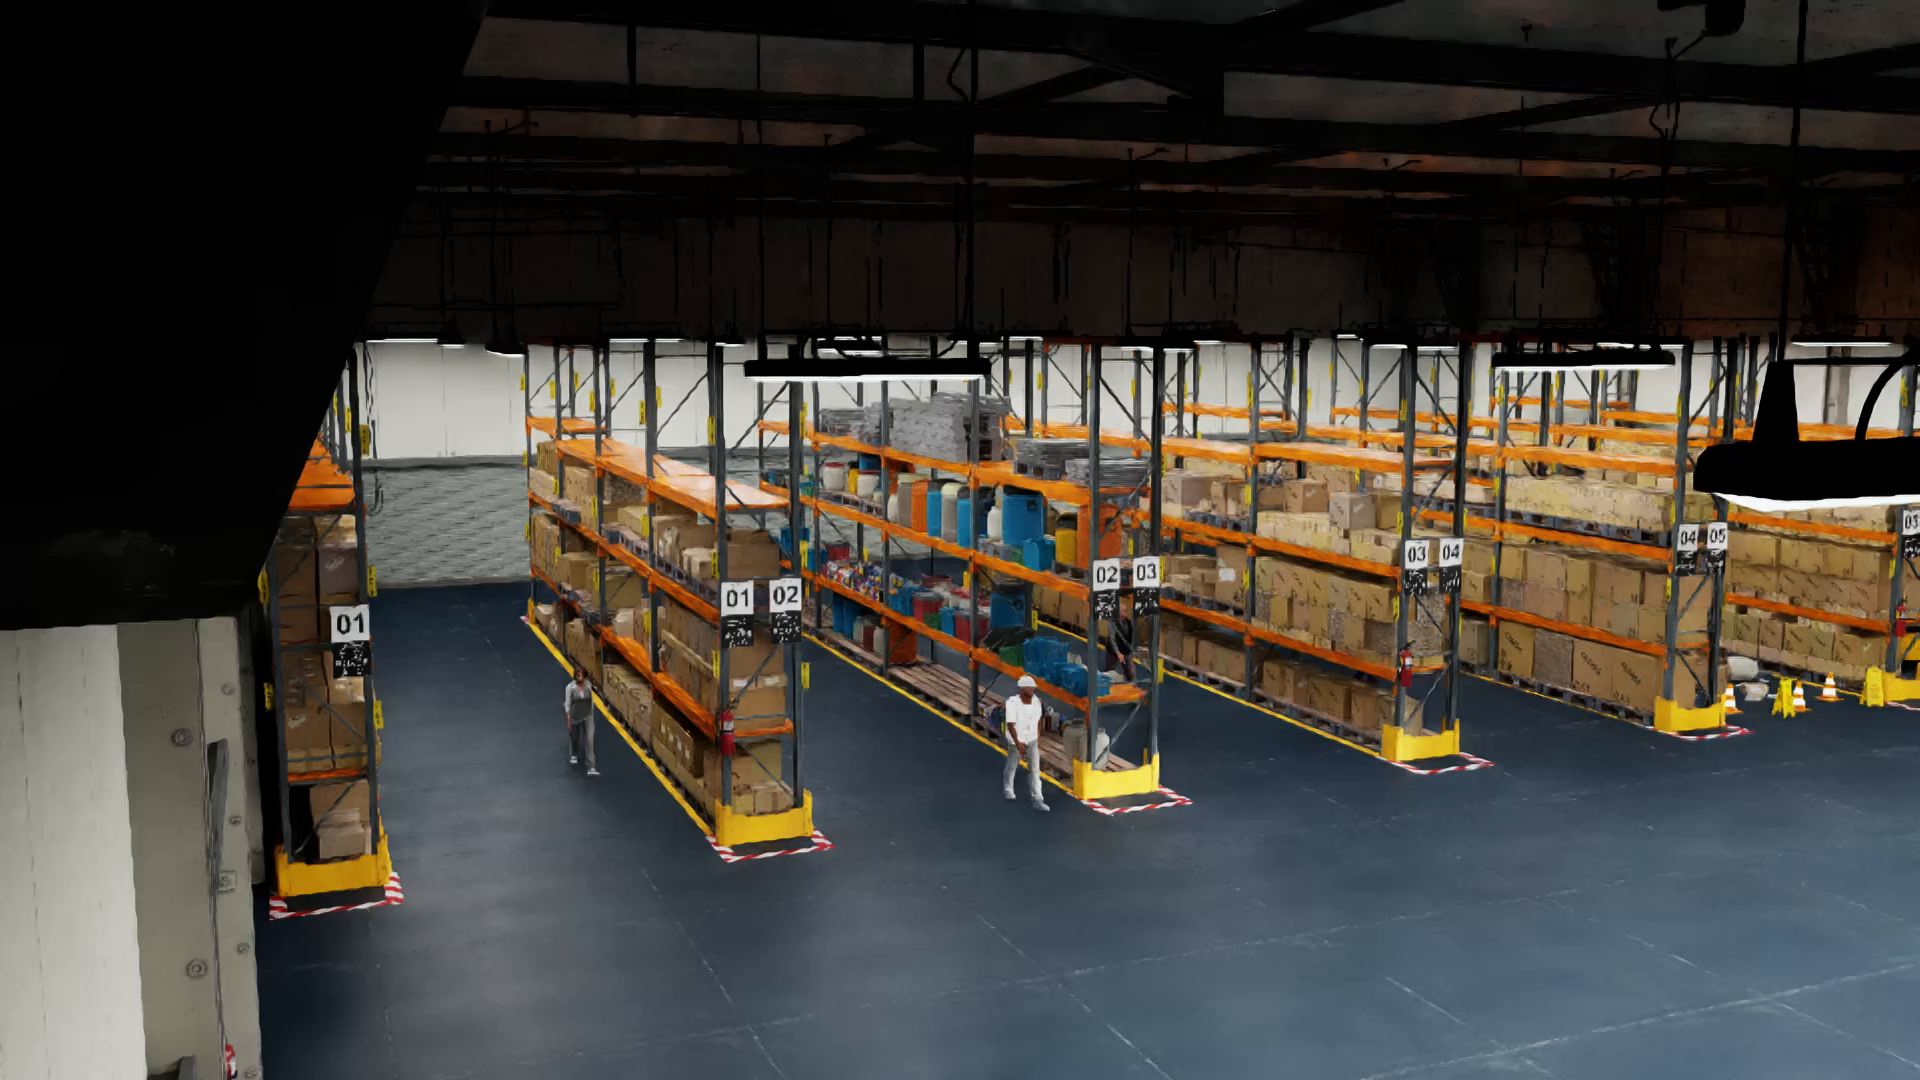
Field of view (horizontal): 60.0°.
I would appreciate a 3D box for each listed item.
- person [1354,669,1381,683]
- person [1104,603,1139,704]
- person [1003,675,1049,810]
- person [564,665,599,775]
[{"bbox_3d":[7.159,1.719,28.864,0.626,1.594,0.513,-3,8,-24],"label":"person"},{"bbox_3d":[2.637,1.865,27.385,0.537,1.665,1.028,-5,9,-31],"label":"person"},{"bbox_3d":[0.855,2.594,21.613,0.580,1.702,0.992,-3,8,-24],"label":"person"},{"bbox_3d":[-5.321,2.482,23.266,0.417,1.517,1.036,-3,8,-20],"label":"person"}]
